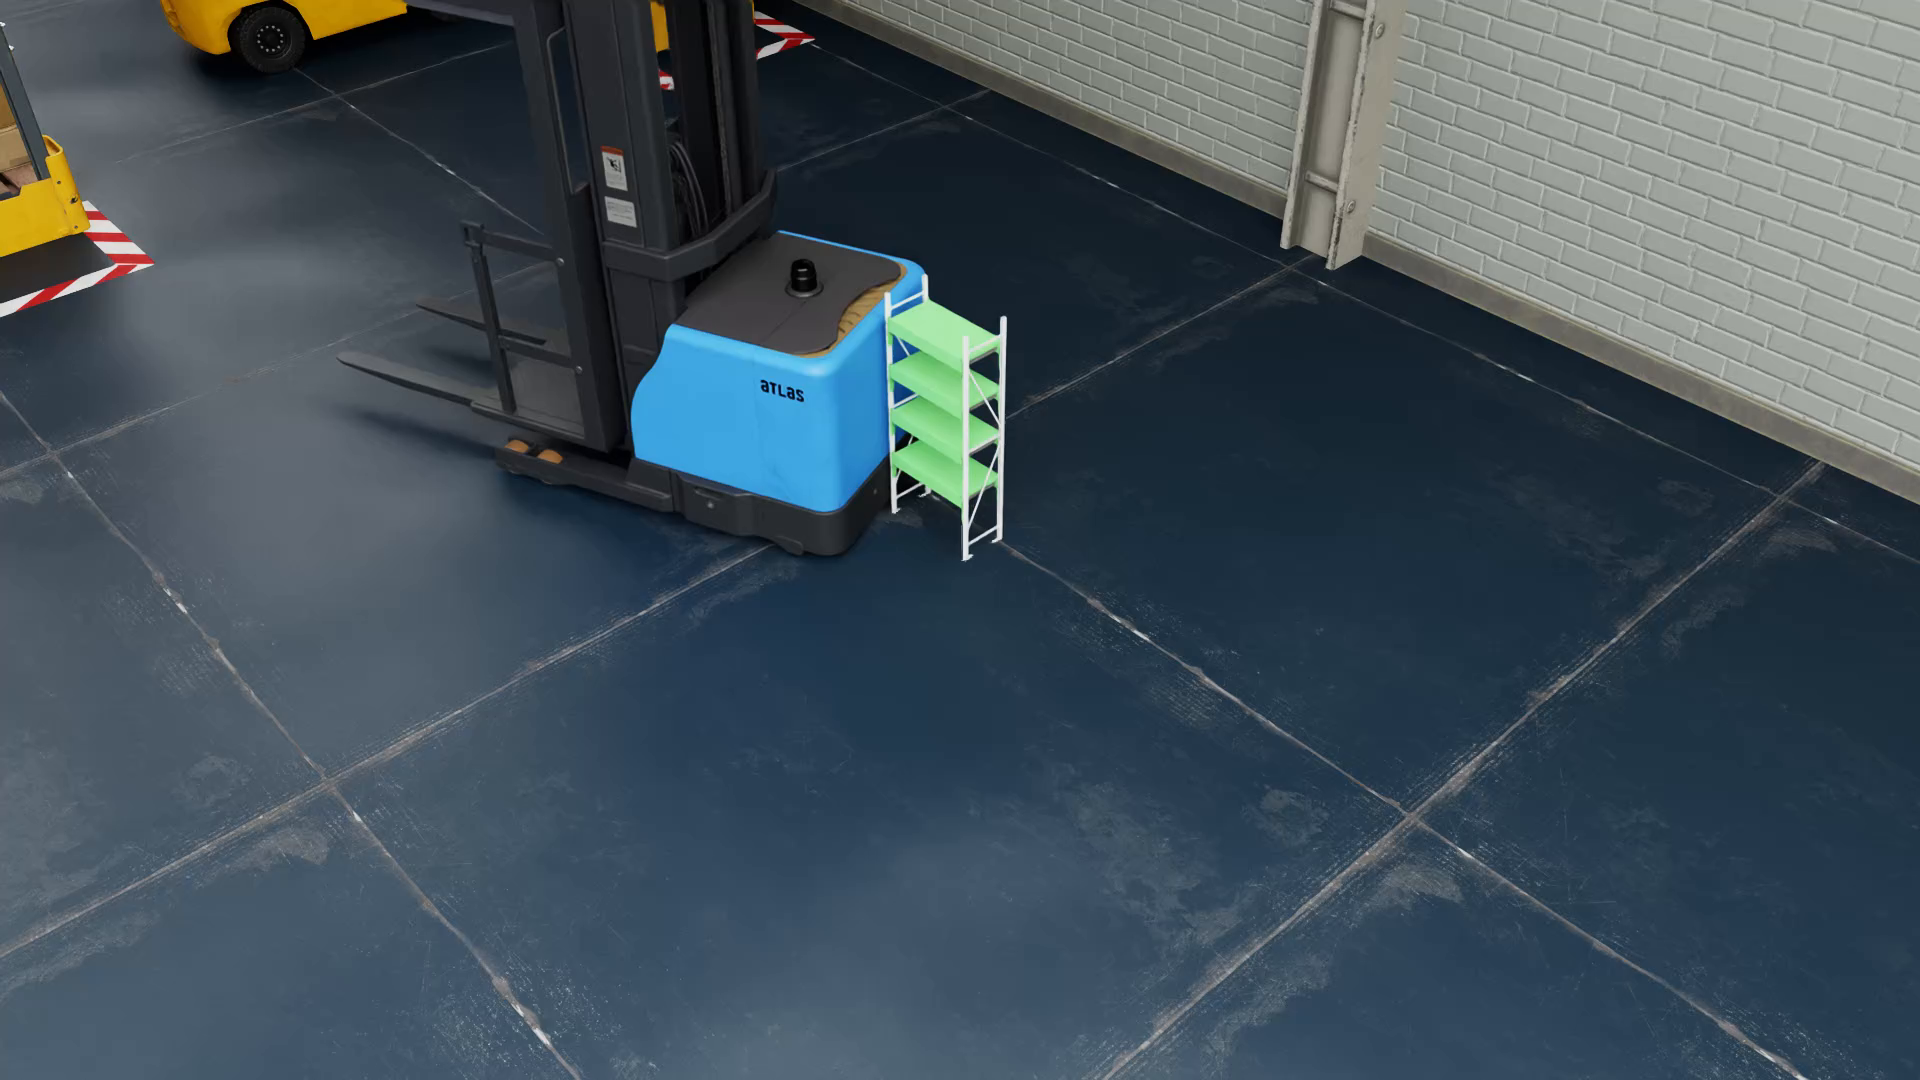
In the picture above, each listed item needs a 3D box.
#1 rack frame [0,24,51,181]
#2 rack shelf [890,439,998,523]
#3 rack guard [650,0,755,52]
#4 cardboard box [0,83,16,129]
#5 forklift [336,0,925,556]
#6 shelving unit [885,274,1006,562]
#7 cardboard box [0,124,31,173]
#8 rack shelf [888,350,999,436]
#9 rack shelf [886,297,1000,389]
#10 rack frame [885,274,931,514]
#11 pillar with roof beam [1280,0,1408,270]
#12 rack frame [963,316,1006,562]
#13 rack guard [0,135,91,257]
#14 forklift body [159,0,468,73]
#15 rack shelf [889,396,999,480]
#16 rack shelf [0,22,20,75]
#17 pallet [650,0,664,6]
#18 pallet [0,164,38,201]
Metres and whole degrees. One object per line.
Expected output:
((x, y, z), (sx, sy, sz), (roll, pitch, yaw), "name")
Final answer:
((-5.753, -2.856, 8.899), (1.000, 3.000, 0.127), (-30, 48, -32), "rack frame")
((-0.064, -0.297, 7.646), (0.258, 0.148, 0.480), (-31, 48, -33), "rack shelf")
((-2.083, -3.984, 12.285), (1.175, 0.500, 0.348), (-30, 48, -32), "rack guard")
((-6.111, -2.743, 10.017), (0.500, 0.500, 0.500), (-32, 49, -33), "cardboard box")
((-1.701, -1.692, 7.513), (3.031, 2.935, 1.130), (16, 42, 19), "forklift")
((-0.064, -0.533, 7.455), (0.258, 1.200, 0.503), (-31, 48, -33), "shelving unit")
((-6.095, -2.441, 10.239), (0.500, 0.250, 0.500), (-30, 48, -32), "cardboard box")
((-0.064, -0.670, 7.344), (0.258, 0.148, 0.480), (-31, 48, -33), "rack shelf")
((-0.064, -0.857, 7.194), (0.258, 0.148, 0.480), (-31, 48, -33), "rack shelf")
((-0.233, -0.644, 7.592), (0.240, 1.200, 0.015), (-31, 48, -33), "rack frame")
((-1.019, -3.400, 4.798), (9.100, 9.000, 0.400), (-30, 48, -32), "pillar with roof beam")
((0.104, -0.422, 7.318), (0.240, 1.200, 0.015), (-31, 48, -33), "rack frame")
((-5.804, -1.919, 9.728), (1.175, 0.500, 0.348), (-30, 48, -32), "rack guard")
((-4.726, -4.739, 11.906), (2.313, 2.155, 1.214), (-30, 48, -32), "forklift body")
((-0.064, -0.483, 7.495), (0.258, 0.148, 0.480), (-31, 48, -33), "rack shelf")
((-7.106, -3.502, 10.271), (1.077, 0.370, 4.000), (-30, 48, -32), "rack shelf")
((-2.647, -4.219, 12.805), (1.003, 0.211, 1.213), (-30, 48, -32), "pallet")
((-6.328, -2.198, 10.303), (1.003, 0.211, 1.213), (-30, 48, -32), "pallet")
